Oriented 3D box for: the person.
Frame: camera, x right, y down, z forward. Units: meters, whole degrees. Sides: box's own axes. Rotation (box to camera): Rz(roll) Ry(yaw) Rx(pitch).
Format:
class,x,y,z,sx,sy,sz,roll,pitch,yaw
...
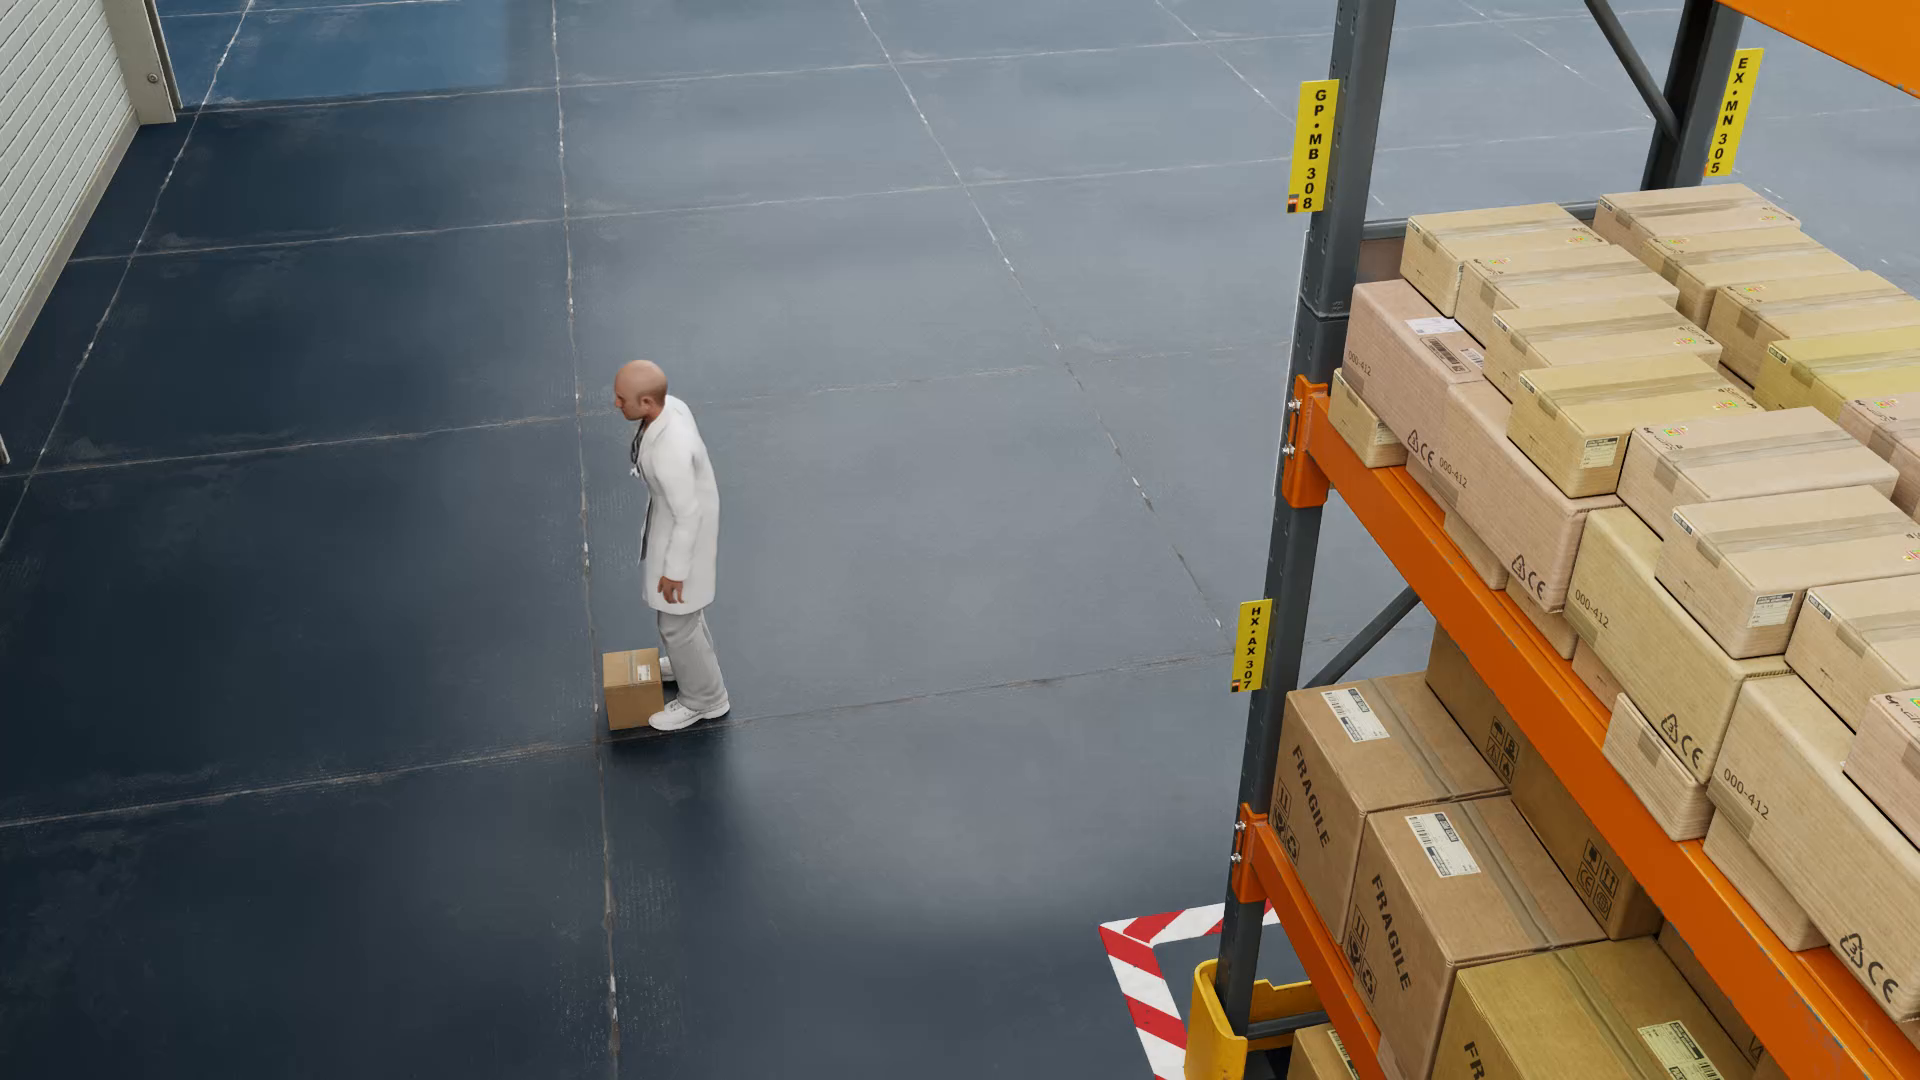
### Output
class,x,y,z,sx,sy,sz,roll,pitch,yaw
person,-1.231,0.008,7.143,0.415,1.774,0.654,-8,35,-12
